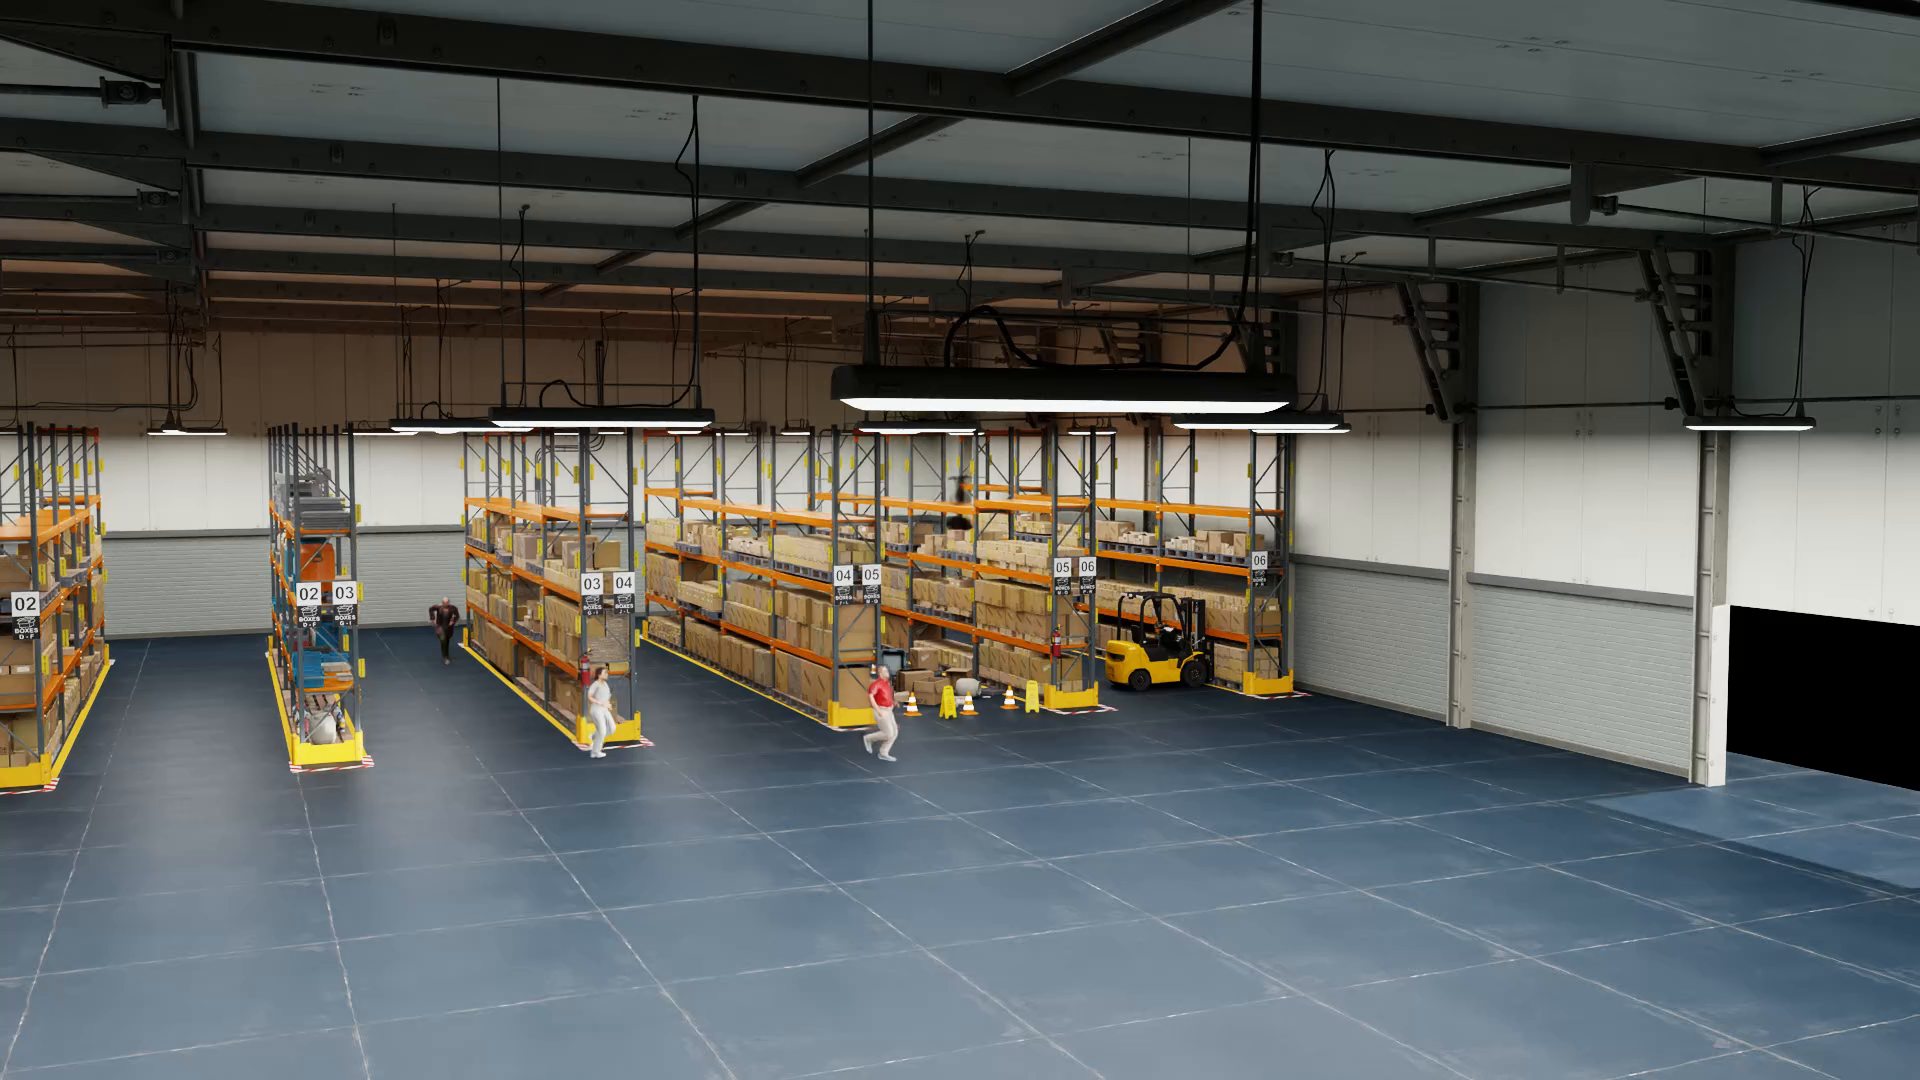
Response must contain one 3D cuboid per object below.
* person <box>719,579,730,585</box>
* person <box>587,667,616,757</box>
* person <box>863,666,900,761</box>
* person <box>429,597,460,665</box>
[{"bbox_3d":[-7.324,1.856,51.016,0.610,1.523,0.561,3,4,37],"label":"person"},{"bbox_3d":[-6.491,3.088,29.938,0.592,1.625,0.605,1,4,23],"label":"person"},{"bbox_3d":[-1.396,3.085,29.574,0.591,1.689,0.707,1,4,19],"label":"person"},{"bbox_3d":[-13.199,2.352,42.578,0.753,1.636,1.084,-1,4,-19],"label":"person"}]
